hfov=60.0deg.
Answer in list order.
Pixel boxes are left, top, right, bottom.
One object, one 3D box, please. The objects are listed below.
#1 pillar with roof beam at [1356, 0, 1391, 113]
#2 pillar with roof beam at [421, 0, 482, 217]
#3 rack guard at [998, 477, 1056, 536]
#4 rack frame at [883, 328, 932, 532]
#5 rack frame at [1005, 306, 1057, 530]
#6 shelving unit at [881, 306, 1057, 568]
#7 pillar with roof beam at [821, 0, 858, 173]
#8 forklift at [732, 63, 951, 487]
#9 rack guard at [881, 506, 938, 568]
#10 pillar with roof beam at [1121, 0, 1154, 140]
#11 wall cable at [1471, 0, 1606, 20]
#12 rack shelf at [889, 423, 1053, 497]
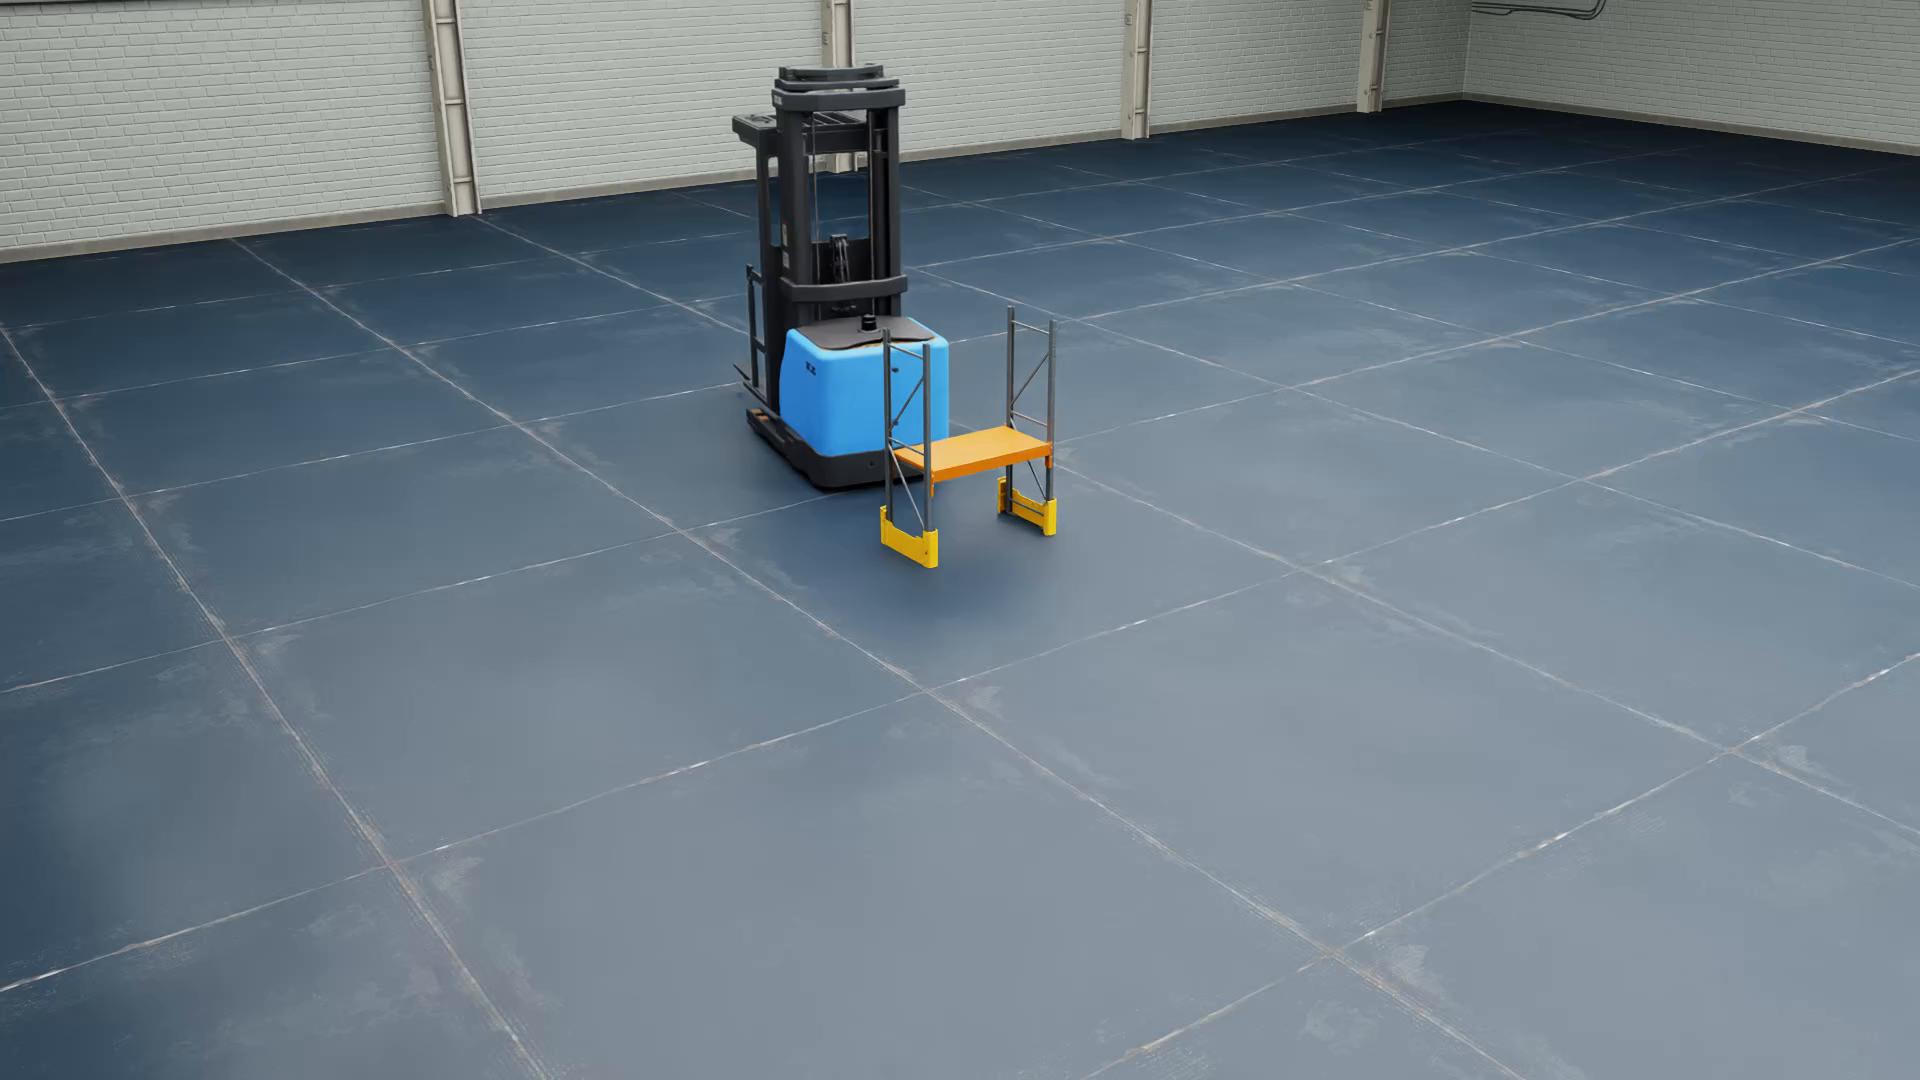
[{"bbox_3d":[10.426,-11.192,27.302,0.400,9.000,9.100,-15,26,-33],"label":"pillar with roof beam"},{"bbox_3d":[-4.186,-7.296,17.539,0.400,9.000,9.100,-15,26,-33],"label":"pillar with roof beam"},{"bbox_3d":[0.466,-0.240,11.662,0.087,0.250,0.587,-15,26,-33],"label":"rack guard"},{"bbox_3d":[-0.343,-0.605,10.889,0.032,1.500,0.500,-15,26,-33],"label":"rack frame"},{"bbox_3d":[0.482,-0.825,11.440,0.032,1.500,0.500,-15,26,-33],"label":"rack frame"},{"bbox_3d":[0.062,-0.713,11.160,1.083,1.500,0.587,-15,26,-33],"label":"shelving unit"},{"bbox_3d":[0.685,-8.595,20.793,0.400,9.000,9.100,-15,26,-33],"label":"pillar with roof beam"},{"bbox_3d":[-1.107,-2.259,13.104,1.130,2.935,3.031,-9,23,-21],"label":"forklift"},{"bbox_3d":[-0.342,-0.025,11.121,0.087,0.250,0.587,-15,26,-33],"label":"rack guard"},{"bbox_3d":[5.555,-9.893,24.048,0.400,9.000,9.100,-15,26,-33],"label":"pillar with roof beam"},{"bbox_3d":[11.075,-11.285,31.724,0.112,2.526,3.097,-15,26,-33],"label":"wall cable"},{"bbox_3d":[0.069,-0.548,11.231,1.000,0.185,0.538,-15,26,-33],"label":"rack shelf"}]
